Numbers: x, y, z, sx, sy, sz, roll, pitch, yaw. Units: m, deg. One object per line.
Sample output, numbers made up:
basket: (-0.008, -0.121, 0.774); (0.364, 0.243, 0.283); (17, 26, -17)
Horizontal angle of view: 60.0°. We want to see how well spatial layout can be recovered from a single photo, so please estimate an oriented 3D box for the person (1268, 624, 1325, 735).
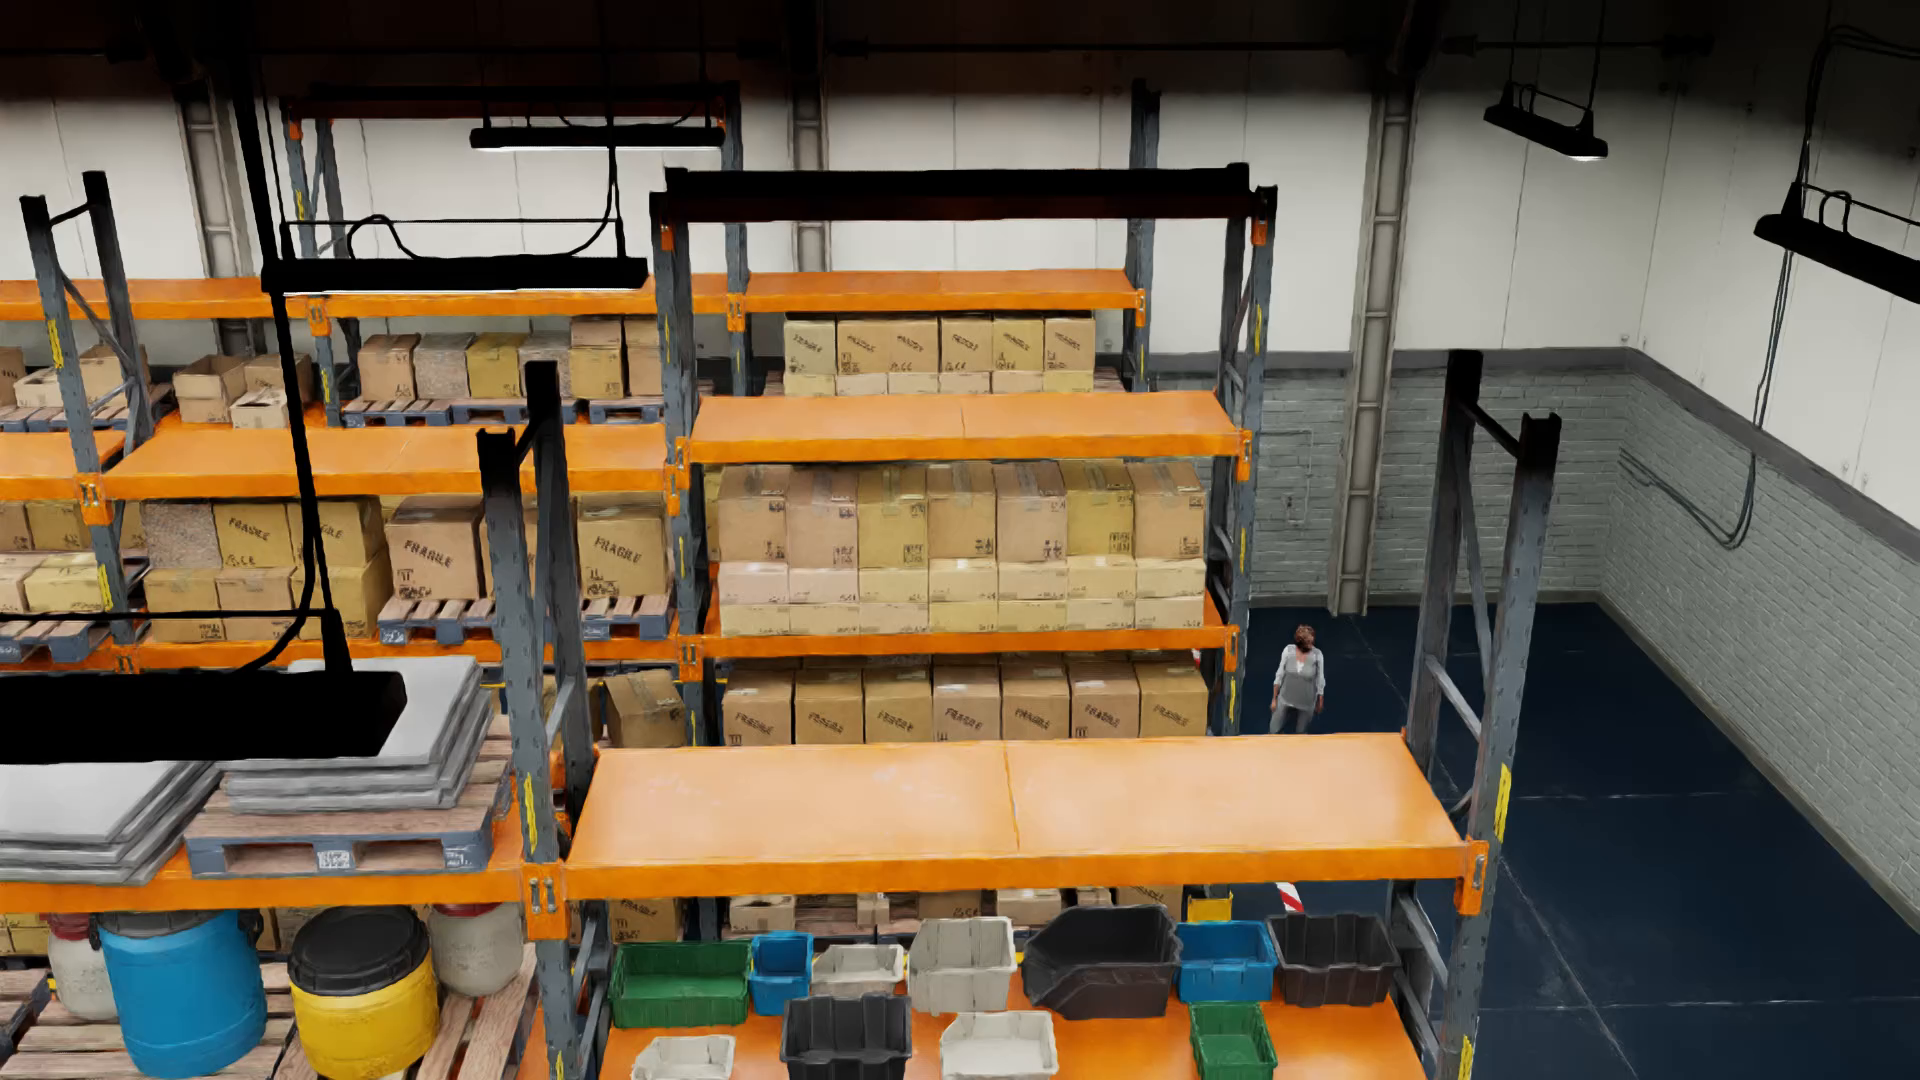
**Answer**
person: (3.077, 1.470, 15.395); (0.574, 1.588, 0.428); (8, 24, 19)
